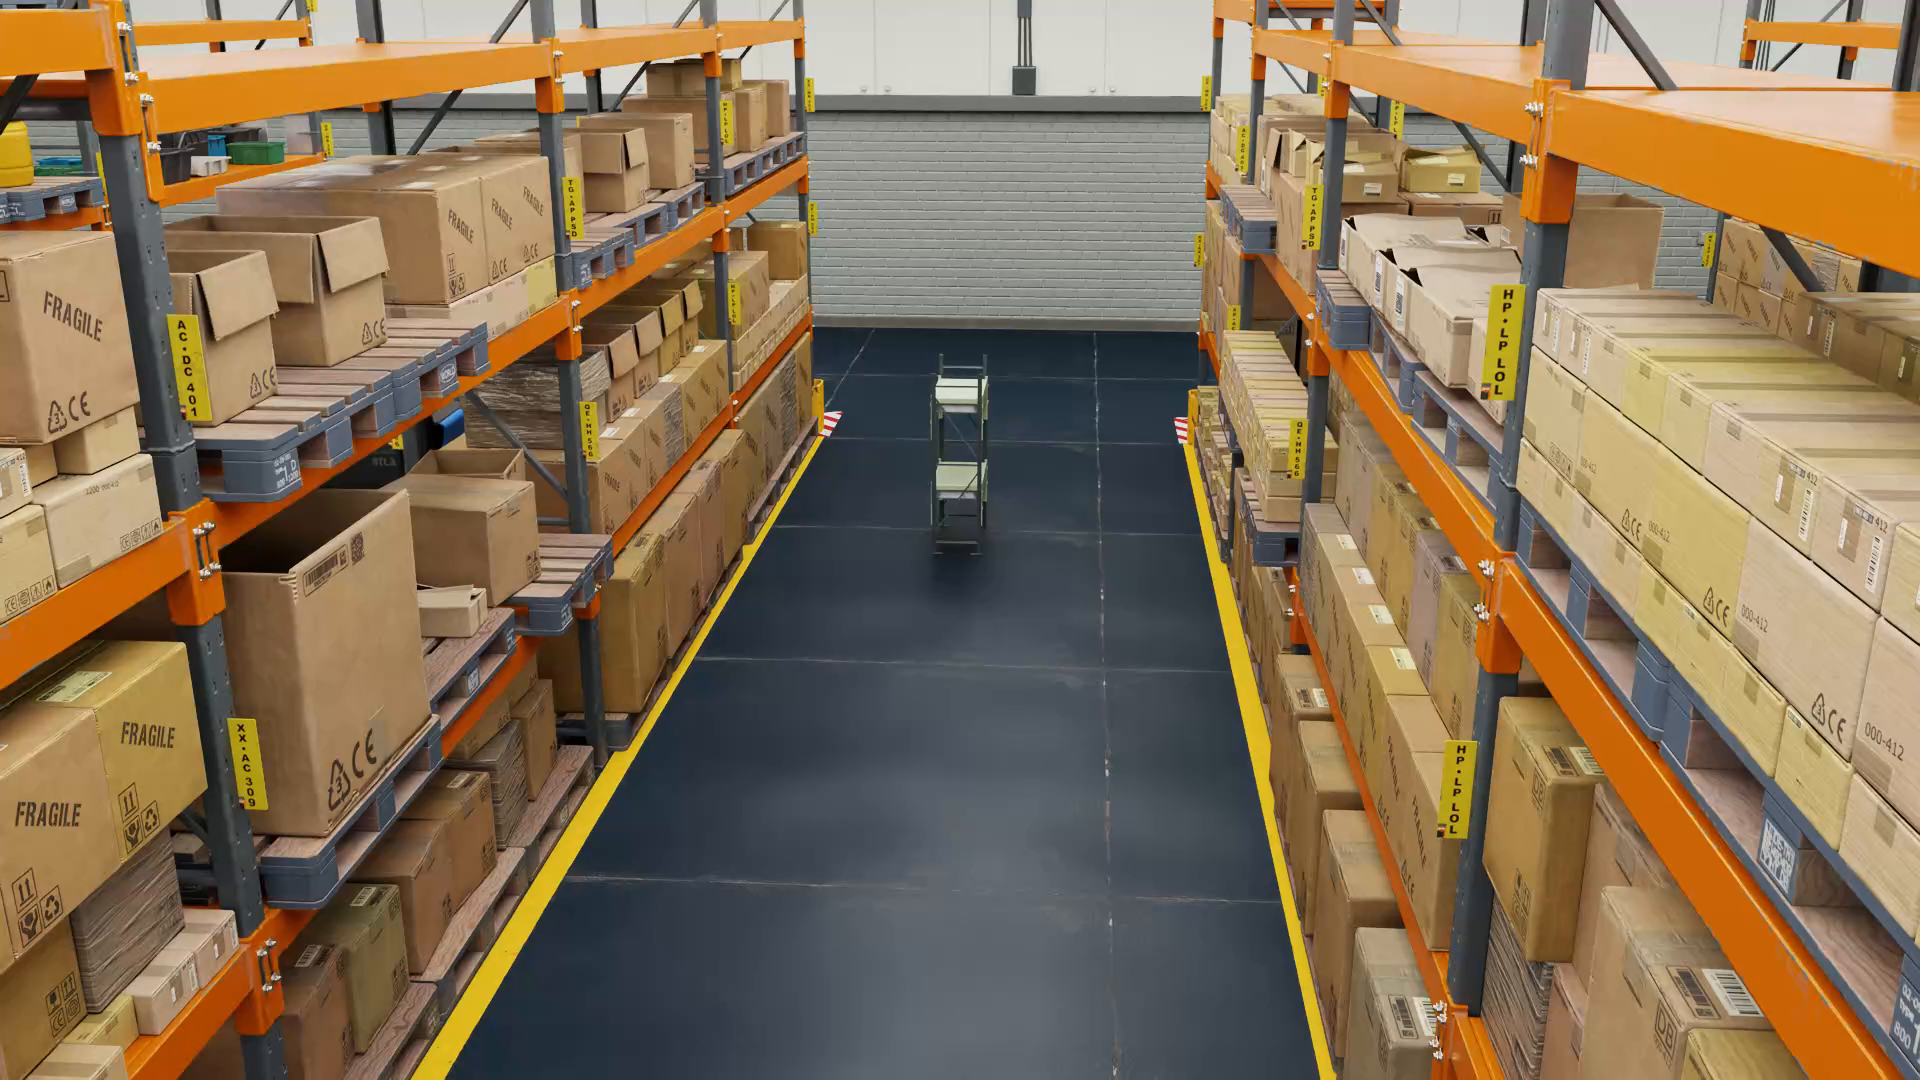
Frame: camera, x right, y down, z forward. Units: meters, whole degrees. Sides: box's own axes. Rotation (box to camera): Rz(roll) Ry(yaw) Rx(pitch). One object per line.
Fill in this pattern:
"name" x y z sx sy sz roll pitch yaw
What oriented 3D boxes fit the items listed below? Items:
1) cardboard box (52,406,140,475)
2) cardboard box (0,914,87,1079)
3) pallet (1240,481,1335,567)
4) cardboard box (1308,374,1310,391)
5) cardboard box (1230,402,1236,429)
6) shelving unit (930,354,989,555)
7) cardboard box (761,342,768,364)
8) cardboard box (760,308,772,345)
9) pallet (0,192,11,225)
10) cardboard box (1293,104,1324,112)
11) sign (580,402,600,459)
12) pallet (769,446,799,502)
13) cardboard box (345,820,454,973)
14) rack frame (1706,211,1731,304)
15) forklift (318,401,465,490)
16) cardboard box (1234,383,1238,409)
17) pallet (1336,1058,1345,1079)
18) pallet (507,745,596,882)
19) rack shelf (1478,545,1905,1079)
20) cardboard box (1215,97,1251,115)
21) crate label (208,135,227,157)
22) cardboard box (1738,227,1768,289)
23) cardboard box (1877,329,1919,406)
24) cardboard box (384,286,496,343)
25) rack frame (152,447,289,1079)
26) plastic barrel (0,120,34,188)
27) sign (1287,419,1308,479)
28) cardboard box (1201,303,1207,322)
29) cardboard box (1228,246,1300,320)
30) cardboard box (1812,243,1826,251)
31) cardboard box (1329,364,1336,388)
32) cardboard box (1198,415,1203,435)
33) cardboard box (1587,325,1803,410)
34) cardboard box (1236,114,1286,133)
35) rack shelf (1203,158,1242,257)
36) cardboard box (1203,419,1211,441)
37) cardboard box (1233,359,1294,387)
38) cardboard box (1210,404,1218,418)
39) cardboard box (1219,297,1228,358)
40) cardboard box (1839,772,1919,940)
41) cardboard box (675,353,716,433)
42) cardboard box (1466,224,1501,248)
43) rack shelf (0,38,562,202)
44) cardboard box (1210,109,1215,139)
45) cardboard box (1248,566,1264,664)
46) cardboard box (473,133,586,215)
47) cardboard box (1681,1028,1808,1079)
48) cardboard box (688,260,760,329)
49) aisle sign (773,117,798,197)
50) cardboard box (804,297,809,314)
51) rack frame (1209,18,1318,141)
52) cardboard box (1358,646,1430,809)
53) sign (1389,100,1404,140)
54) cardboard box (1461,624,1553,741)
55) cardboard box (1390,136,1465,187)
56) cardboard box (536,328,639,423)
"cardboard box" -2.620 -0.297 4.795 0.380 0.149 0.250 2 18 6
"cardboard box" -3.050 1.243 4.672 0.875 0.500 0.500 1 18 4
"pallet" 2.286 -0.093 9.698 1.213 0.211 1.003 1 18 4
"cardboard box" 2.797 -1.155 12.361 0.380 0.149 0.250 1 18 3
"cardboard box" 2.068 -0.850 11.430 0.380 0.149 0.250 0 18 1
"shelving unit" 0.000 -0.711 13.683 0.431 1.500 0.755 1 18 4
"cardboard box" -1.887 -1.635 14.498 0.380 0.149 0.250 1 18 3
"cardboard box" -1.945 -1.871 14.578 0.500 0.250 0.500 2 18 5
"pallet" -7.289 -2.193 11.286 1.003 0.211 1.213 1 18 4
"cardboard box" 3.052 -3.639 14.193 0.380 0.149 0.250 1 18 2
"sign" -2.057 -0.606 9.224 0.100 0.325 0.005 1 18 4
"pallet" -2.094 -0.634 15.520 1.003 0.211 1.213 1 18 4
"cardboard box" -2.727 1.607 7.511 0.700 0.500 0.500 0 18 -1
"rack frame" 7.859 -2.366 16.327 1.000 3.000 0.127 1 18 4
"forklift" -4.662 -1.090 12.542 1.130 2.935 3.031 1 18 2
"cardboard box" 2.071 -0.987 11.370 0.380 0.149 0.250 2 18 6
"pallet" 2.035 2.365 6.365 1.003 0.211 1.213 1 18 4
"pallet" -2.656 1.465 9.113 1.003 0.211 1.213 1 18 4
"rack shelf" 1.911 0.819 2.944 1.077 0.370 4.000 1 18 4
"cardboard box" 2.536 -3.970 15.201 0.380 0.149 0.250 1 18 4
"crate label" -7.354 -3.773 16.043 0.408 0.251 0.502 1 18 4
"cardboard box" 7.511 -2.586 15.230 0.500 0.500 0.500 1 18 2
"cardboard box" 2.310 -0.373 3.716 0.380 0.149 0.250 1 18 4
"cardboard box" -2.449 -0.994 7.562 0.500 0.250 0.500 2 18 5
"rack frame" -2.885 1.139 5.628 1.000 3.000 0.127 1 18 4
"plastic barrel" -7.115 -2.882 12.108 0.600 0.588 0.600 0 18 0
"sign" 1.799 -0.482 8.846 0.100 0.325 0.005 1 18 4
"cardboard box" 2.565 -2.233 16.323 0.380 0.149 0.250 1 18 3
"cardboard box" 2.392 -2.019 13.024 0.500 0.500 0.500 1 18 2
"cardboard box" 7.435 -2.530 14.019 0.380 0.149 0.250 1 18 4
"cardboard box" 2.715 -1.115 11.283 0.380 0.149 0.250 1 18 2
"cardboard box" 2.558 -1.135 16.472 0.380 0.149 0.250 2 18 5
"cardboard box" 1.654 -0.387 3.758 0.380 0.149 0.250 1 18 3
"cardboard box" 2.362 -3.247 12.994 0.380 0.149 0.250 1 18 4
"rack shelf" 2.772 -2.908 14.318 1.077 0.370 4.000 1 18 4
"cardboard box" 2.489 -1.035 15.692 0.380 0.149 0.250 2 18 6
"cardboard box" 2.068 -1.131 11.330 0.380 0.149 0.250 1 18 3
"cardboard box" 2.558 -1.175 15.641 0.380 0.149 0.250 0 18 1
"cardboard box" 2.419 -1.710 13.685 0.500 0.500 0.500 1 18 2
"cardboard box" 1.545 0.465 2.437 0.380 0.149 0.250 1 18 4
"cardboard box" -2.115 -1.088 12.265 0.500 0.500 0.500 2 18 6
"cardboard box" 2.566 -1.260 7.441 0.500 0.311 0.500 1 18 4
"rack shelf" -2.742 -1.801 6.764 1.077 0.370 4.000 1 18 4
"cardboard box" 2.624 -3.903 15.639 0.500 0.250 0.500 2 18 5
"cardboard box" 2.190 0.492 10.945 0.500 0.500 0.500 0 18 1
"cardboard box" -2.653 -2.236 10.279 0.500 0.500 0.500 2 18 7
"cardboard box" 1.864 1.314 3.121 0.875 0.550 0.500 1 18 4
"cardboard box" -1.979 -2.067 13.974 0.500 0.500 0.500 1 18 4
"aisle sign" -1.721 -3.838 16.645 0.394 0.787 0.004 1 18 4
"cardboard box" -1.722 -2.350 16.681 0.380 0.149 0.250 2 18 5
"rack frame" 2.915 -5.296 15.634 1.000 3.000 0.127 1 18 4
"cardboard box" 1.898 0.752 6.650 0.500 0.500 0.500 1 18 4
"sign" 3.182 -3.050 12.134 0.100 0.325 0.005 1 18 4
"cardboard box" 2.084 0.605 5.494 0.700 0.500 0.500 1 18 3
"cardboard box" 2.661 -2.157 9.482 0.396 0.266 0.258 1 18 4
"cardboard box" -2.481 -1.056 10.557 0.797 0.503 0.637 2 18 5
